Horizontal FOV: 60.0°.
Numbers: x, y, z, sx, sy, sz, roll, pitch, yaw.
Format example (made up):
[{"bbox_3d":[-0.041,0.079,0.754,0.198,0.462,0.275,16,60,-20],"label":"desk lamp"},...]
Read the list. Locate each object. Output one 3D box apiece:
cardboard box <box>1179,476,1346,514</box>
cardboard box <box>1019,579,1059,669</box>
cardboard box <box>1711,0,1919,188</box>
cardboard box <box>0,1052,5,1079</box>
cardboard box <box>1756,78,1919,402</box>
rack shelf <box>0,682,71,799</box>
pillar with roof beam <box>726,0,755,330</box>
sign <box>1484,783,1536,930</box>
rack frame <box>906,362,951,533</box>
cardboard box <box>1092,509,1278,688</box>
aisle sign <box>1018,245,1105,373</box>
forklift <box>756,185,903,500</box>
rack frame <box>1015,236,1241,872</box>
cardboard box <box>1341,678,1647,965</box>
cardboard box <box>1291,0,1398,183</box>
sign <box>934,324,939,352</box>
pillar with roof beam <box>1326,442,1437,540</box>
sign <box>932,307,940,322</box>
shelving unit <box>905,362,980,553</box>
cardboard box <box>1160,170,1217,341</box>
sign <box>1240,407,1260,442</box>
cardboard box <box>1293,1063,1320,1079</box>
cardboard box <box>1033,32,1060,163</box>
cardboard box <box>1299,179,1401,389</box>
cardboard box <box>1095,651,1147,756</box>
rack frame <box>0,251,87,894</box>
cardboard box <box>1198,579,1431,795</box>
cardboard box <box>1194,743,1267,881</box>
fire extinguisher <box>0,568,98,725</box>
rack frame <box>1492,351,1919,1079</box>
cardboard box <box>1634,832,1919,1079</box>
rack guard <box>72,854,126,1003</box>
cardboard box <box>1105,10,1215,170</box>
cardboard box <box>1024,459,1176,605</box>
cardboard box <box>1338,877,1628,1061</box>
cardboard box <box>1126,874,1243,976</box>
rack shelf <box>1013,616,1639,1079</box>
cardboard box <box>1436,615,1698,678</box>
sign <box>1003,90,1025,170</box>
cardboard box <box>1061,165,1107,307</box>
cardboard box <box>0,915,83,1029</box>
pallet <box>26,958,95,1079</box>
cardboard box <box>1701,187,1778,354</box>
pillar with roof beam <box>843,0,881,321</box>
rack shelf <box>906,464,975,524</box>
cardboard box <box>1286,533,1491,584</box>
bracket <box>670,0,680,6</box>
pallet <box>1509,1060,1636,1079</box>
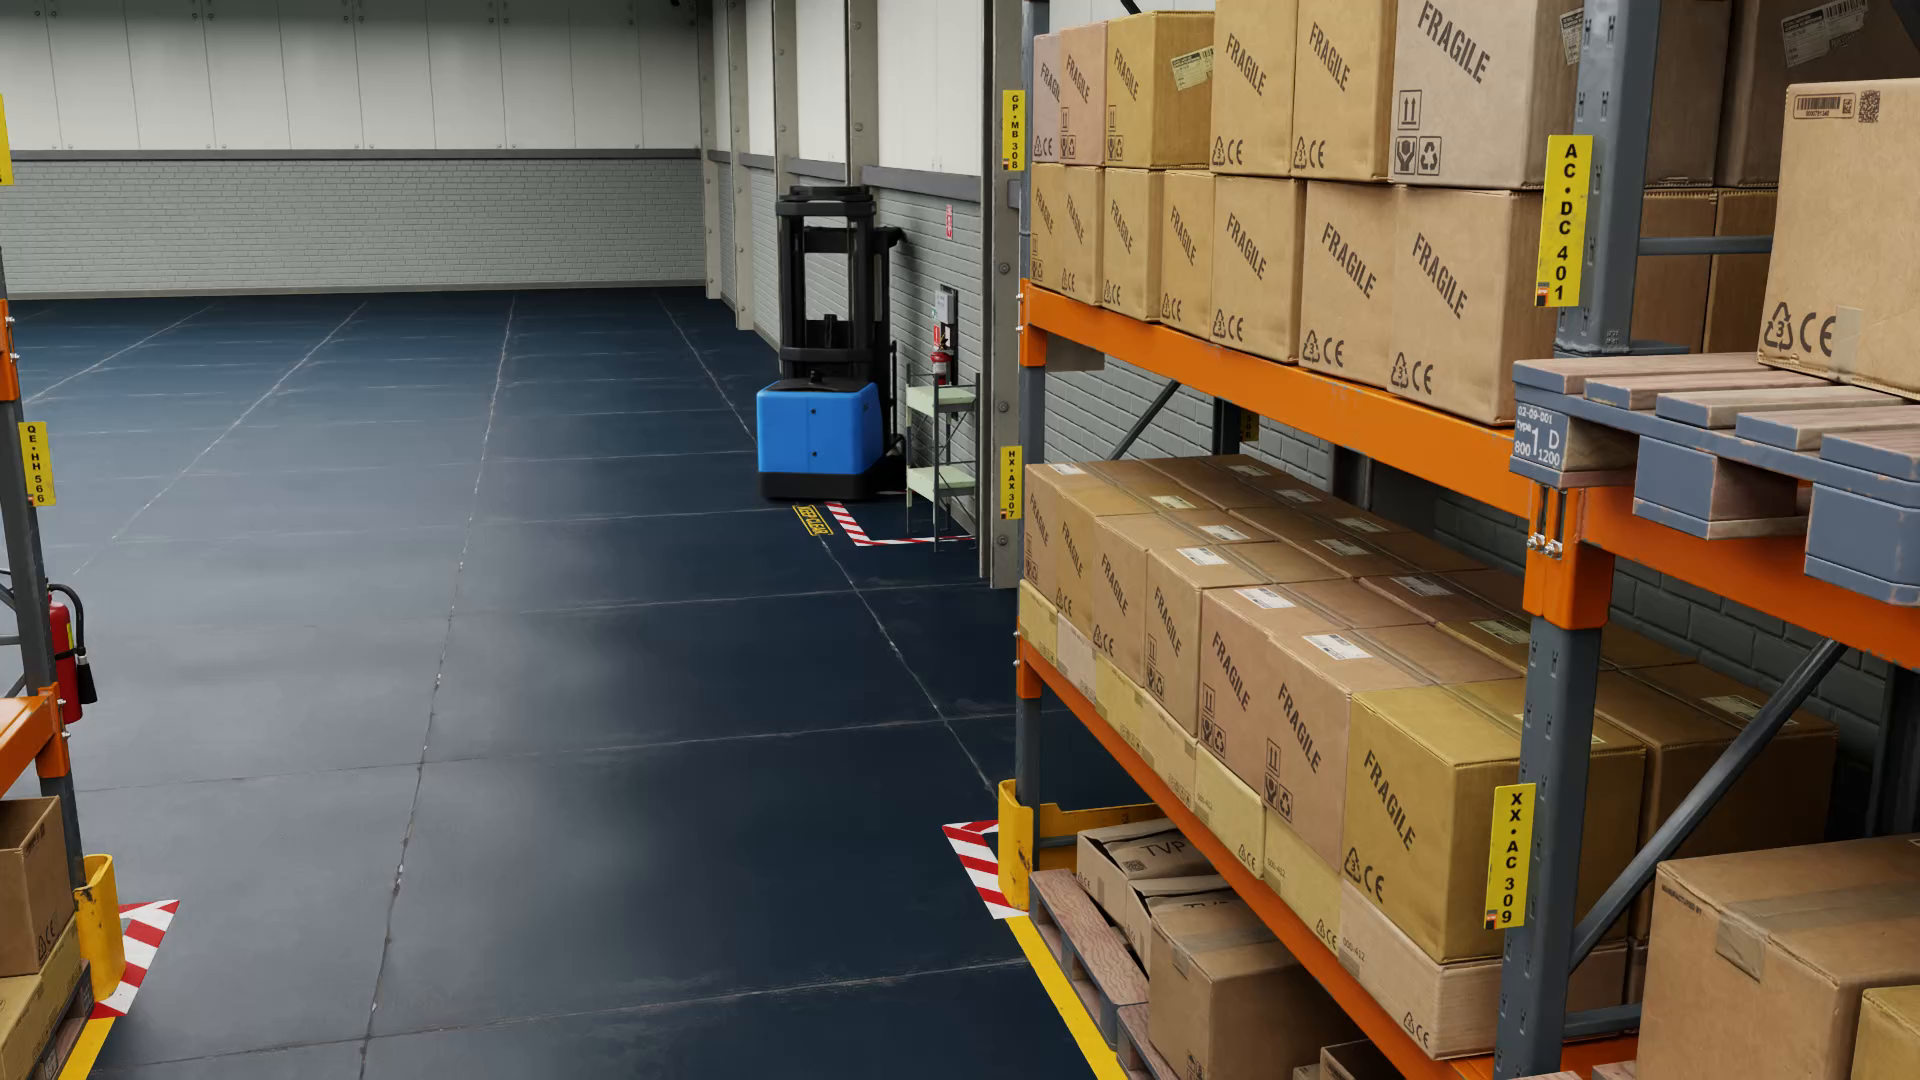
[{"bbox_3d":[1.182,0.051,6.592,0.500,0.500,0.500,-3,14,-12],"label":"cardboard box"},{"bbox_3d":[0.562,0.332,7.022,0.500,0.250,0.500,-4,14,-15],"label":"cardboard box"},{"bbox_3d":[1.858,-1.069,3.802,0.500,0.500,0.500,-3,14,-12],"label":"cardboard box"},{"bbox_3d":[-3.397,1.884,5.303,0.500,0.250,0.500,-3,14,-13],"label":"cardboard box"},{"bbox_3d":[1.746,-0.518,2.811,0.500,0.500,0.500,-1,14,-5],"label":"cardboard box"},{"bbox_3d":[-3.588,1.226,4.603,1.077,0.370,4.000,-3,14,-13],"label":"rack shelf"},{"bbox_3d":[-8.060,-7.959,28.044,9.100,9.000,0.400,-3,14,-13],"label":"pillar with roof beam"},{"bbox_3d":[1.170,0.673,3.529,0.100,0.325,0.005,-3,14,-13],"label":"sign"},{"bbox_3d":[-0.274,-0.805,14.563,0.400,1.500,0.023,-5,15,-19],"label":"rack frame"},{"bbox_3d":[0.798,0.198,5.989,0.500,0.500,0.500,-4,14,-15],"label":"cardboard box"},{"bbox_3d":[0.448,-1.124,7.231,0.394,0.787,0.004,-3,14,-13],"label":"aisle sign"},{"bbox_3d":[-1.202,-2.102,16.854,1.130,2.935,3.031,2,14,8],"label":"forklift"},{"bbox_3d":[0.756,0.139,7.540,1.000,3.000,0.127,-3,14,-13],"label":"rack frame"},{"bbox_3d":[1.284,0.668,4.065,0.500,0.500,0.500,-3,14,-13],"label":"cardboard box"},{"bbox_3d":[1.175,-1.167,4.203,0.500,0.500,0.500,-3,14,-10],"label":"cardboard box"},{"bbox_3d":[-0.221,-1.855,15.625,0.001,0.329,0.234,-3,14,-13],"label":"sign"},{"bbox_3d":[-2.423,-2.423,5.382,9.100,9.000,0.400,-3,14,-13],"label":"pillar with roof beam"},{"bbox_3d":[-0.228,-2.111,15.556,0.001,0.109,0.331,-3,14,-13],"label":"sign"},{"bbox_3d":[-0.149,-0.724,14.229,0.431,1.500,0.755,-5,15,-19],"label":"shelving unit"},{"bbox_3d":[0.955,-0.918,5.291,0.500,0.500,0.500,-2,14,-10],"label":"cardboard box"},{"bbox_3d":[1.300,-0.604,7.473,0.100,0.325,0.005,-3,14,-13],"label":"sign"},{"bbox_3d":[1.339,1.862,5.564,0.380,0.149,0.250,-4,14,-18],"label":"cardboard box"},{"bbox_3d":[0.611,-1.760,6.632,0.500,0.500,0.500,-4,14,-17],"label":"cardboard box"},{"bbox_3d":[1.230,-0.674,4.293,0.500,0.500,0.500,-5,14,-18],"label":"cardboard box"},{"bbox_3d":[0.812,0.569,6.053,0.500,0.250,0.500,-4,14,-14],"label":"cardboard box"},{"bbox_3d":[-4.058,0.415,6.406,1.000,3.000,0.127,-3,14,-13],"label":"rack frame"},{"bbox_3d":[1.053,0.437,5.013,0.500,0.500,0.500,-4,14,-15],"label":"cardboard box"},{"bbox_3d":[1.048,0.801,5.100,0.500,0.250,0.500,-3,14,-13],"label":"cardboard box"},{"bbox_3d":[-3.634,0.400,6.633,0.296,0.674,0.183,-3,14,-13],"label":"fire extinguisher"},{"bbox_3d":[1.696,1.061,3.763,1.000,3.000,0.127,-3,14,-13],"label":"rack frame"},{"bbox_3d":[1.782,0.918,3.210,0.700,0.500,0.500,-3,14,-13],"label":"cardboard box"},{"bbox_3d":[-4.064,1.624,6.725,1.175,0.500,0.348,-3,14,-13],"label":"rack guard"},{"bbox_3d":[0.810,-1.524,5.665,0.500,0.500,0.500,-3,14,-12],"label":"cardboard box"},{"bbox_3d":[0.576,-0.036,6.947,0.500,0.500,0.500,-3,14,-13],"label":"cardboard box"},{"bbox_3d":[1.290,1.032,4.156,0.500,0.250,0.500,-3,14,-13],"label":"cardboard box"},{"bbox_3d":[0.965,1.527,6.595,0.500,0.311,0.500,-2,14,-9],"label":"cardboard box"},{"bbox_3d":[1.226,0.949,5.737,1.077,0.370,4.000,-3,14,-13],"label":"rack shelf"},{"bbox_3d":[1.670,0.521,4.670,0.500,0.500,0.500,-3,14,-13],"label":"cardboard box"},{"bbox_3d":[0.229,-1.713,6.956,0.100,0.325,0.005,-3,14,-13],"label":"sign"},{"bbox_3d":[0.683,-1.160,6.281,0.500,0.500,0.500,-2,14,-9],"label":"cardboard box"},{"bbox_3d":[-3.645,1.654,6.244,0.500,0.250,0.500,-3,14,-13],"label":"cardboard box"},{"bbox_3d":[-3.838,1.944,6.024,1.003,0.211,1.213,-3,14,-13],"label":"pallet"},{"bbox_3d":[1.826,-0.581,3.913,0.500,0.500,0.500,-3,14,-11],"label":"cardboard box"},{"bbox_3d":[-5.241,-5.191,16.713,9.100,9.000,0.400,-3,14,-13],"label":"pillar with roof beam"},{"bbox_3d":[-0.149,-0.407,14.306,0.431,0.370,0.720,-5,15,-19],"label":"rack shelf"},{"bbox_3d":[1.426,0.286,5.629,0.500,0.500,0.500,-3,14,-12],"label":"cardboard box"},{"bbox_3d":[-6.283,-11.955,36.813,0.235,0.232,0.430,-3,14,-13],"label":"bracket"},{"bbox_3d":[1.734,1.339,3.031,1.003,0.211,1.213,-3,14,-13],"label":"pallet"}]
